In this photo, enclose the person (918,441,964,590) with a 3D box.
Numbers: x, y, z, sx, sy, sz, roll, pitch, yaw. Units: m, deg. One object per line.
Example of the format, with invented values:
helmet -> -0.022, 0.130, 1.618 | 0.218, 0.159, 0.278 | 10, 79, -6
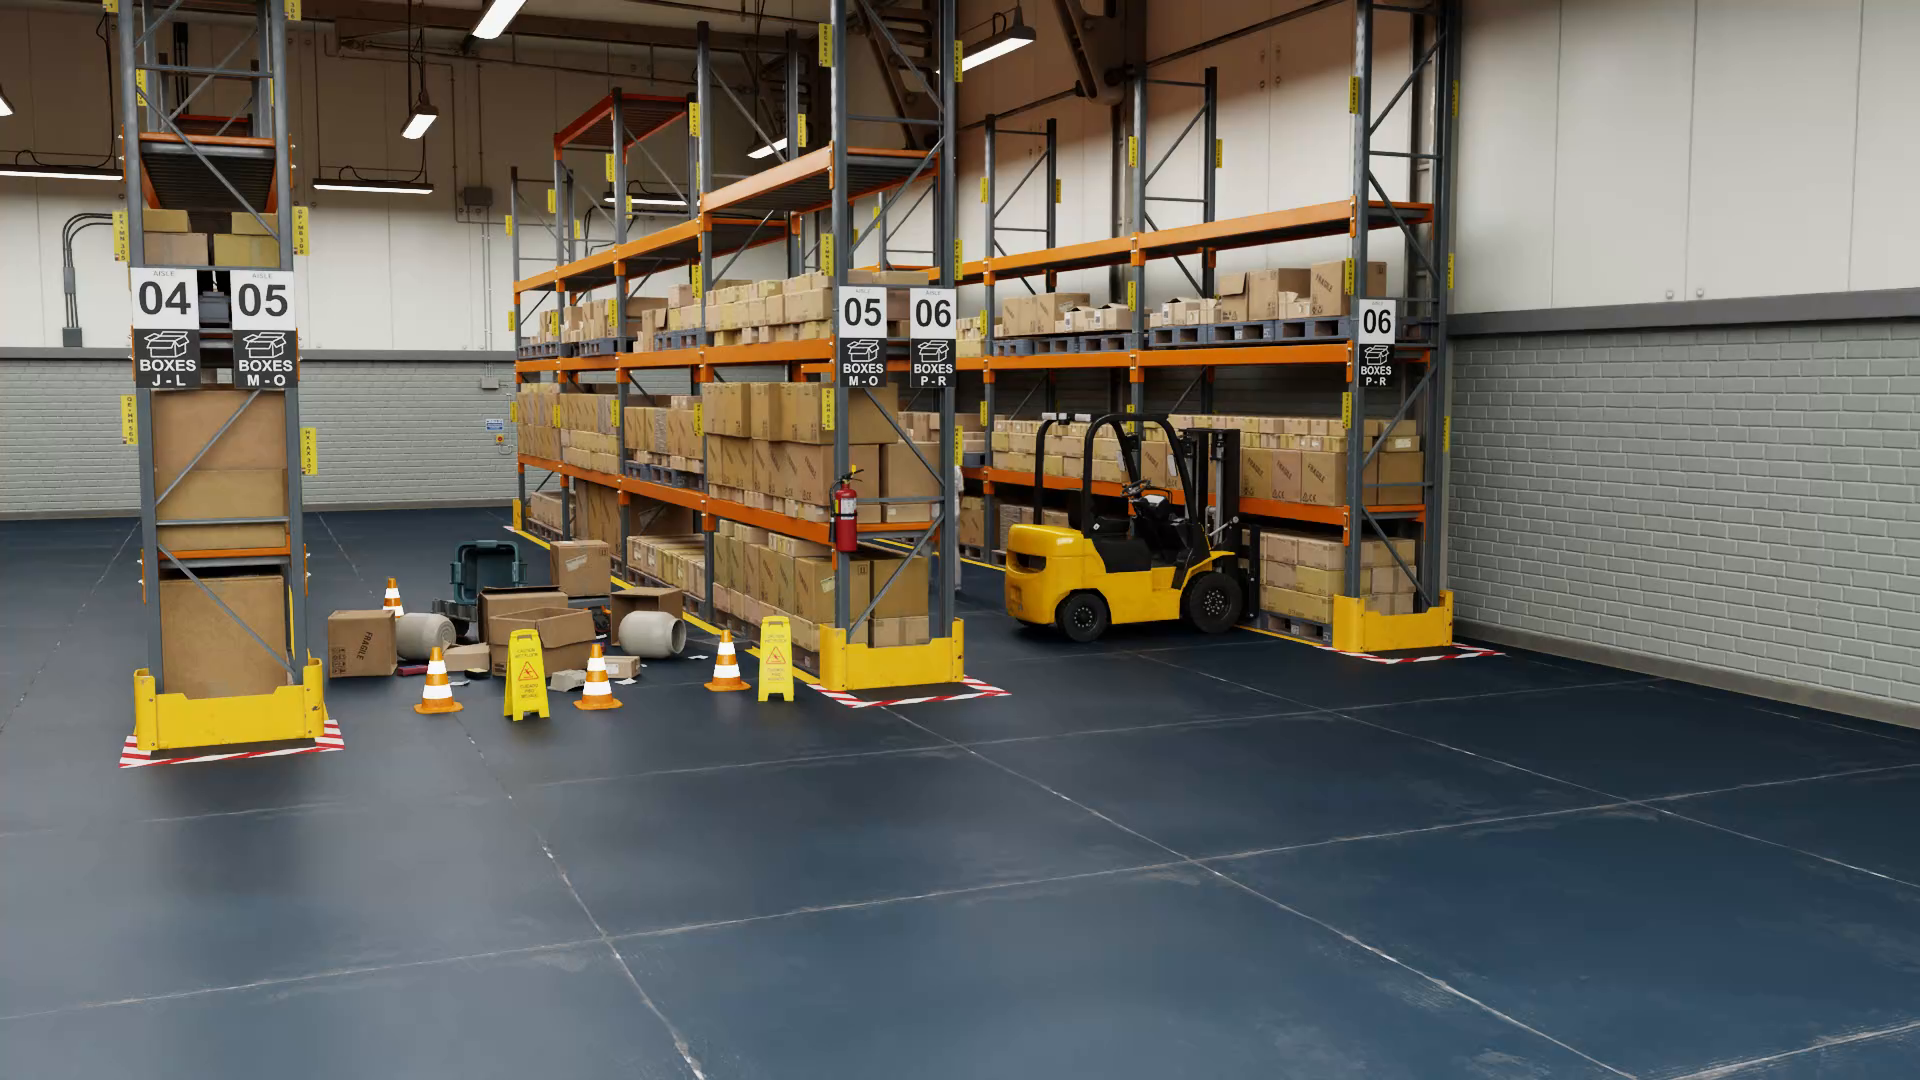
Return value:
person -> -0.252, -0.272, 19.552 | 0.571, 1.791, 0.819 | -2, 6, -25
